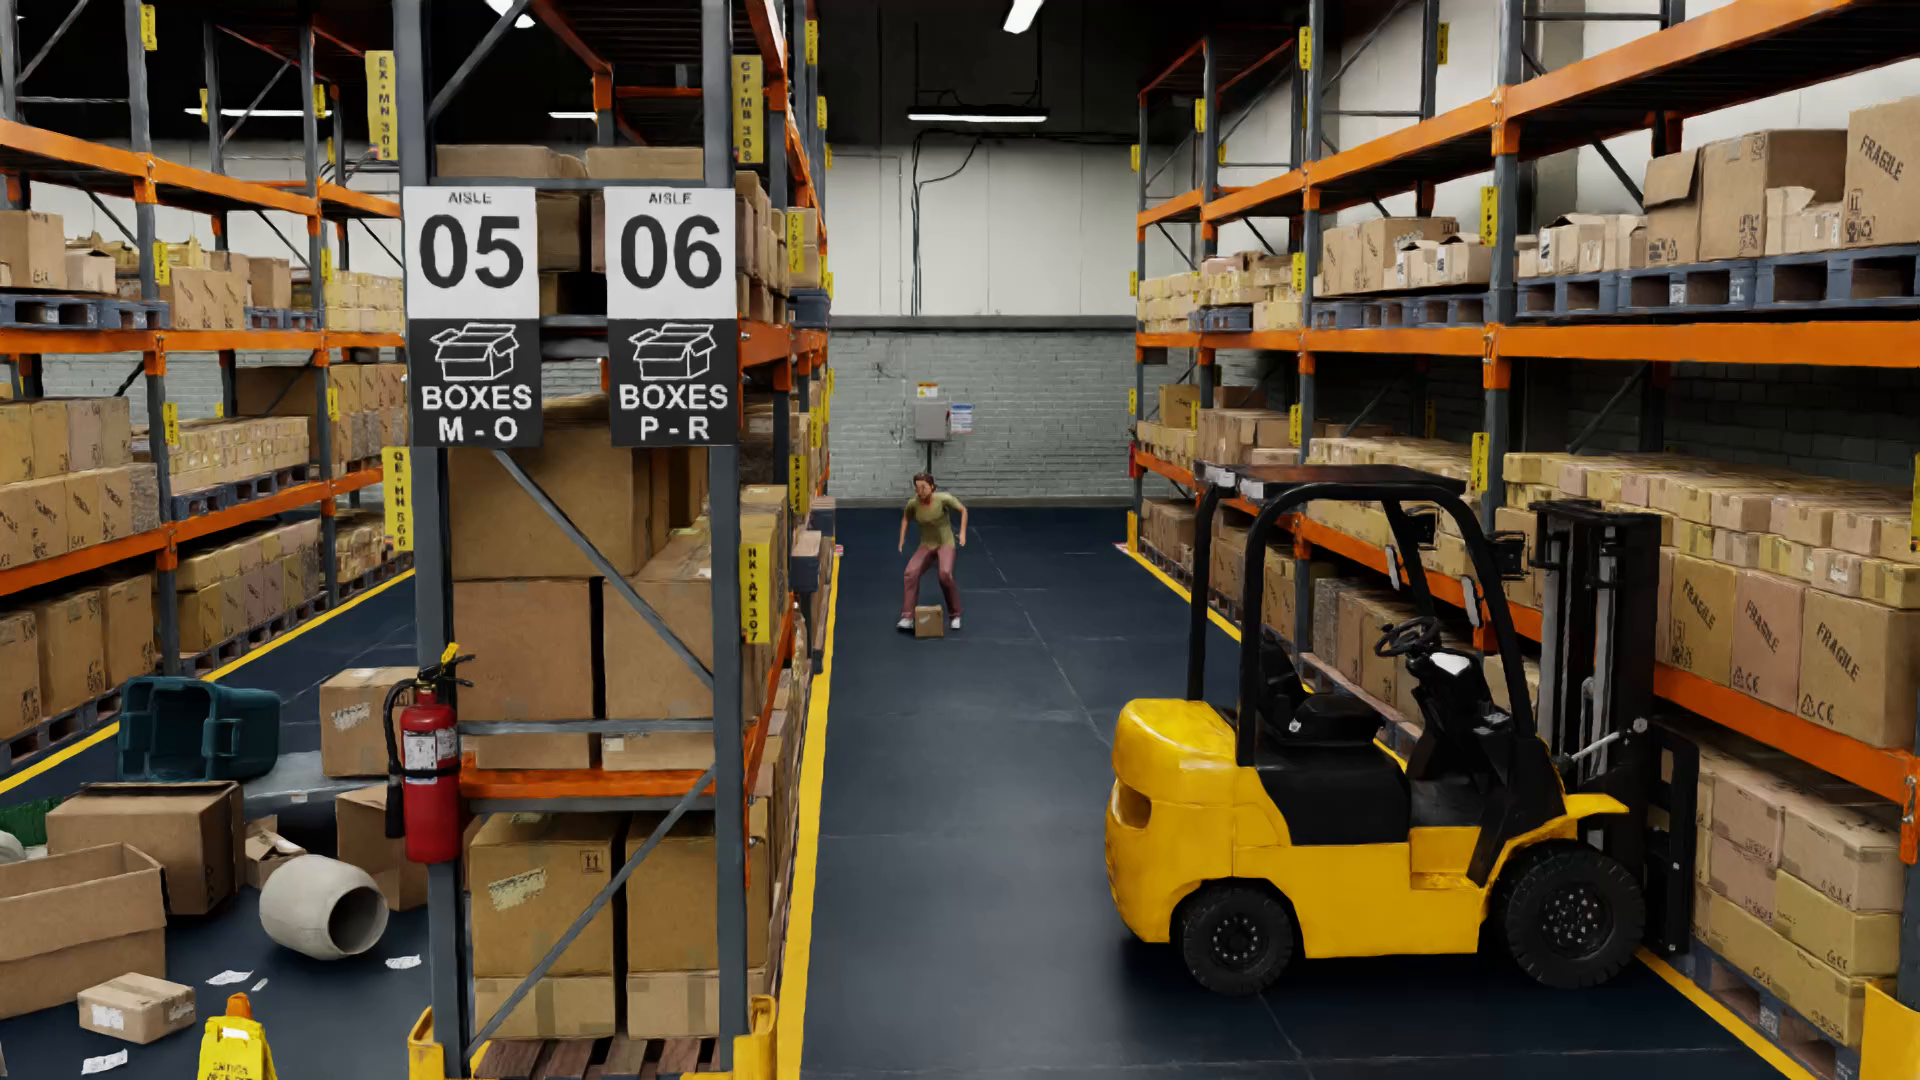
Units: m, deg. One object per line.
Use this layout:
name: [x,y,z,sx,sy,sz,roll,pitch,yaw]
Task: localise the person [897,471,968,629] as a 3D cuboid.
person: [-0.308,0.086,15.764,0.680,1.479,0.734,2,7,19]
